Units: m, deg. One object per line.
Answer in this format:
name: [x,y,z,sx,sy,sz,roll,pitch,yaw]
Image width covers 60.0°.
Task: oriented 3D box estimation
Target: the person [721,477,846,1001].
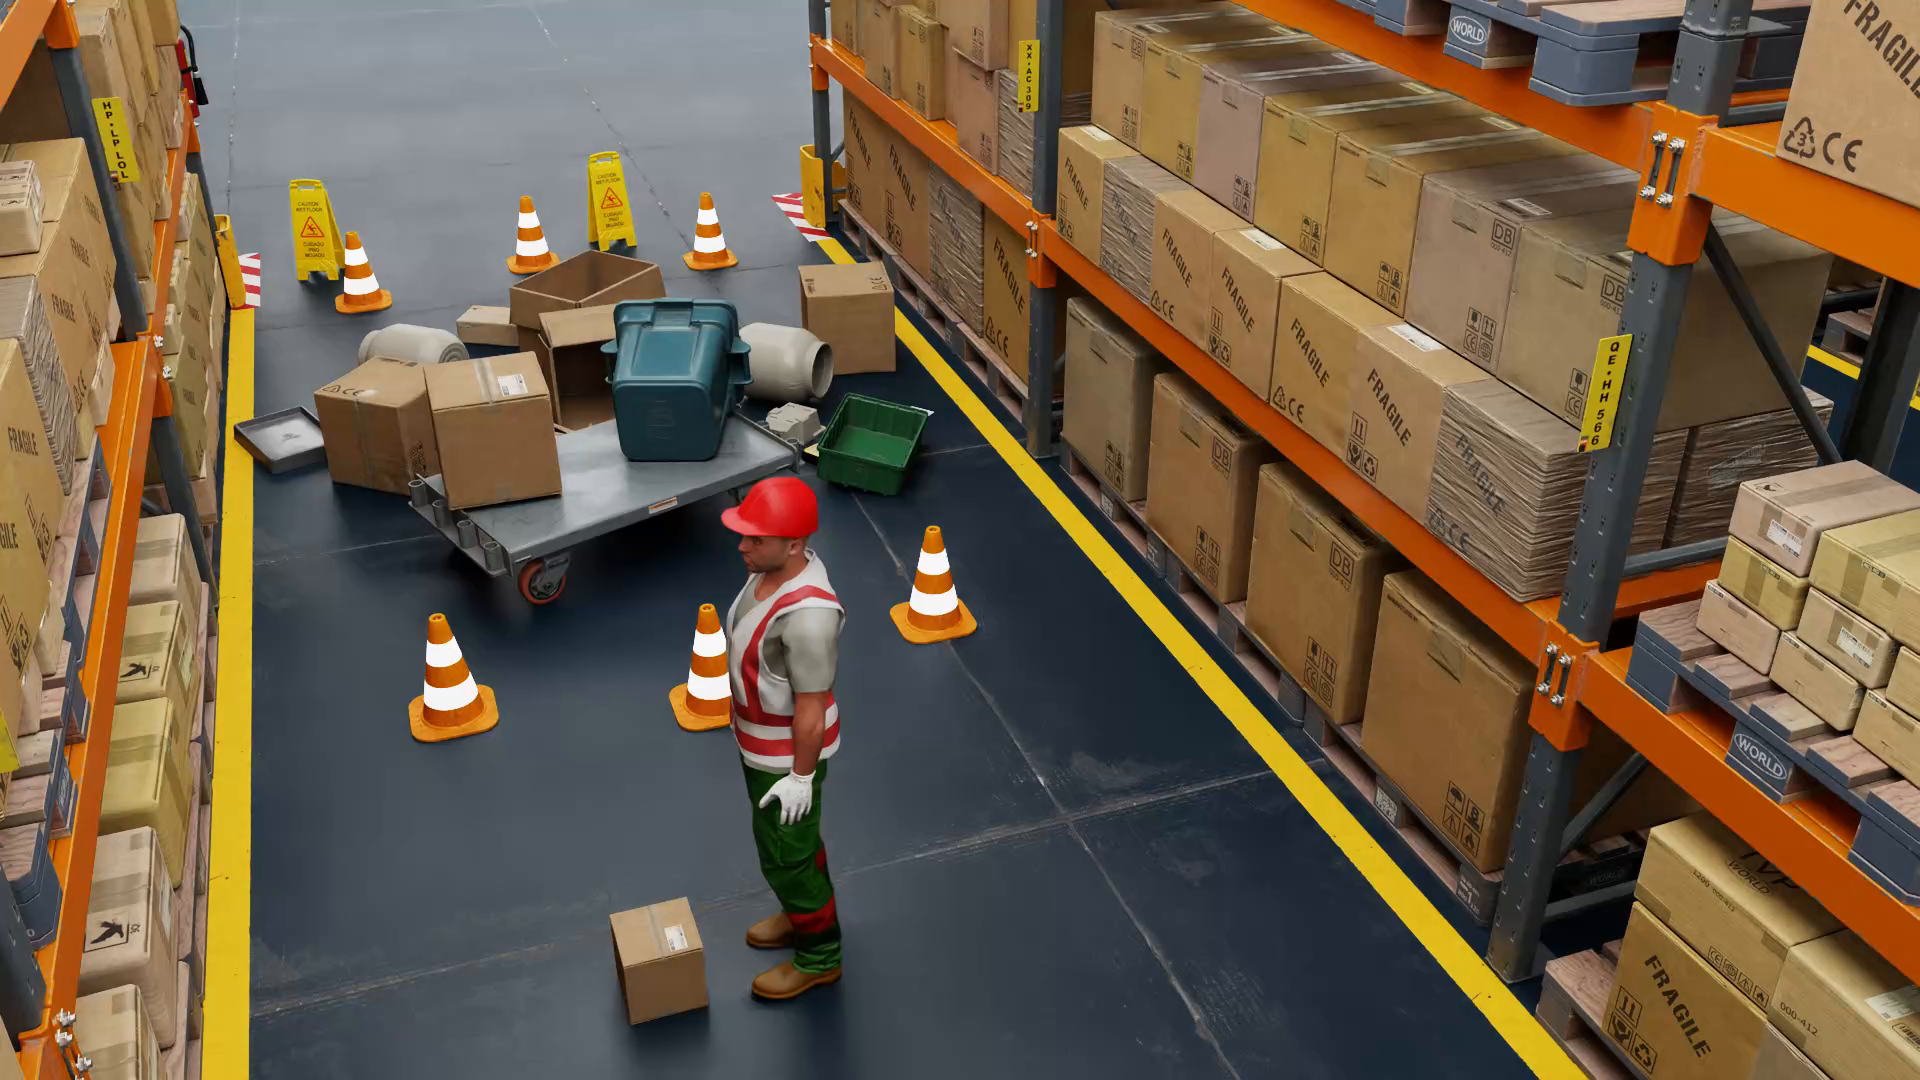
person: [-0.537,0.612,5.036,0.350,1.789,0.524,-10,31,-16]
